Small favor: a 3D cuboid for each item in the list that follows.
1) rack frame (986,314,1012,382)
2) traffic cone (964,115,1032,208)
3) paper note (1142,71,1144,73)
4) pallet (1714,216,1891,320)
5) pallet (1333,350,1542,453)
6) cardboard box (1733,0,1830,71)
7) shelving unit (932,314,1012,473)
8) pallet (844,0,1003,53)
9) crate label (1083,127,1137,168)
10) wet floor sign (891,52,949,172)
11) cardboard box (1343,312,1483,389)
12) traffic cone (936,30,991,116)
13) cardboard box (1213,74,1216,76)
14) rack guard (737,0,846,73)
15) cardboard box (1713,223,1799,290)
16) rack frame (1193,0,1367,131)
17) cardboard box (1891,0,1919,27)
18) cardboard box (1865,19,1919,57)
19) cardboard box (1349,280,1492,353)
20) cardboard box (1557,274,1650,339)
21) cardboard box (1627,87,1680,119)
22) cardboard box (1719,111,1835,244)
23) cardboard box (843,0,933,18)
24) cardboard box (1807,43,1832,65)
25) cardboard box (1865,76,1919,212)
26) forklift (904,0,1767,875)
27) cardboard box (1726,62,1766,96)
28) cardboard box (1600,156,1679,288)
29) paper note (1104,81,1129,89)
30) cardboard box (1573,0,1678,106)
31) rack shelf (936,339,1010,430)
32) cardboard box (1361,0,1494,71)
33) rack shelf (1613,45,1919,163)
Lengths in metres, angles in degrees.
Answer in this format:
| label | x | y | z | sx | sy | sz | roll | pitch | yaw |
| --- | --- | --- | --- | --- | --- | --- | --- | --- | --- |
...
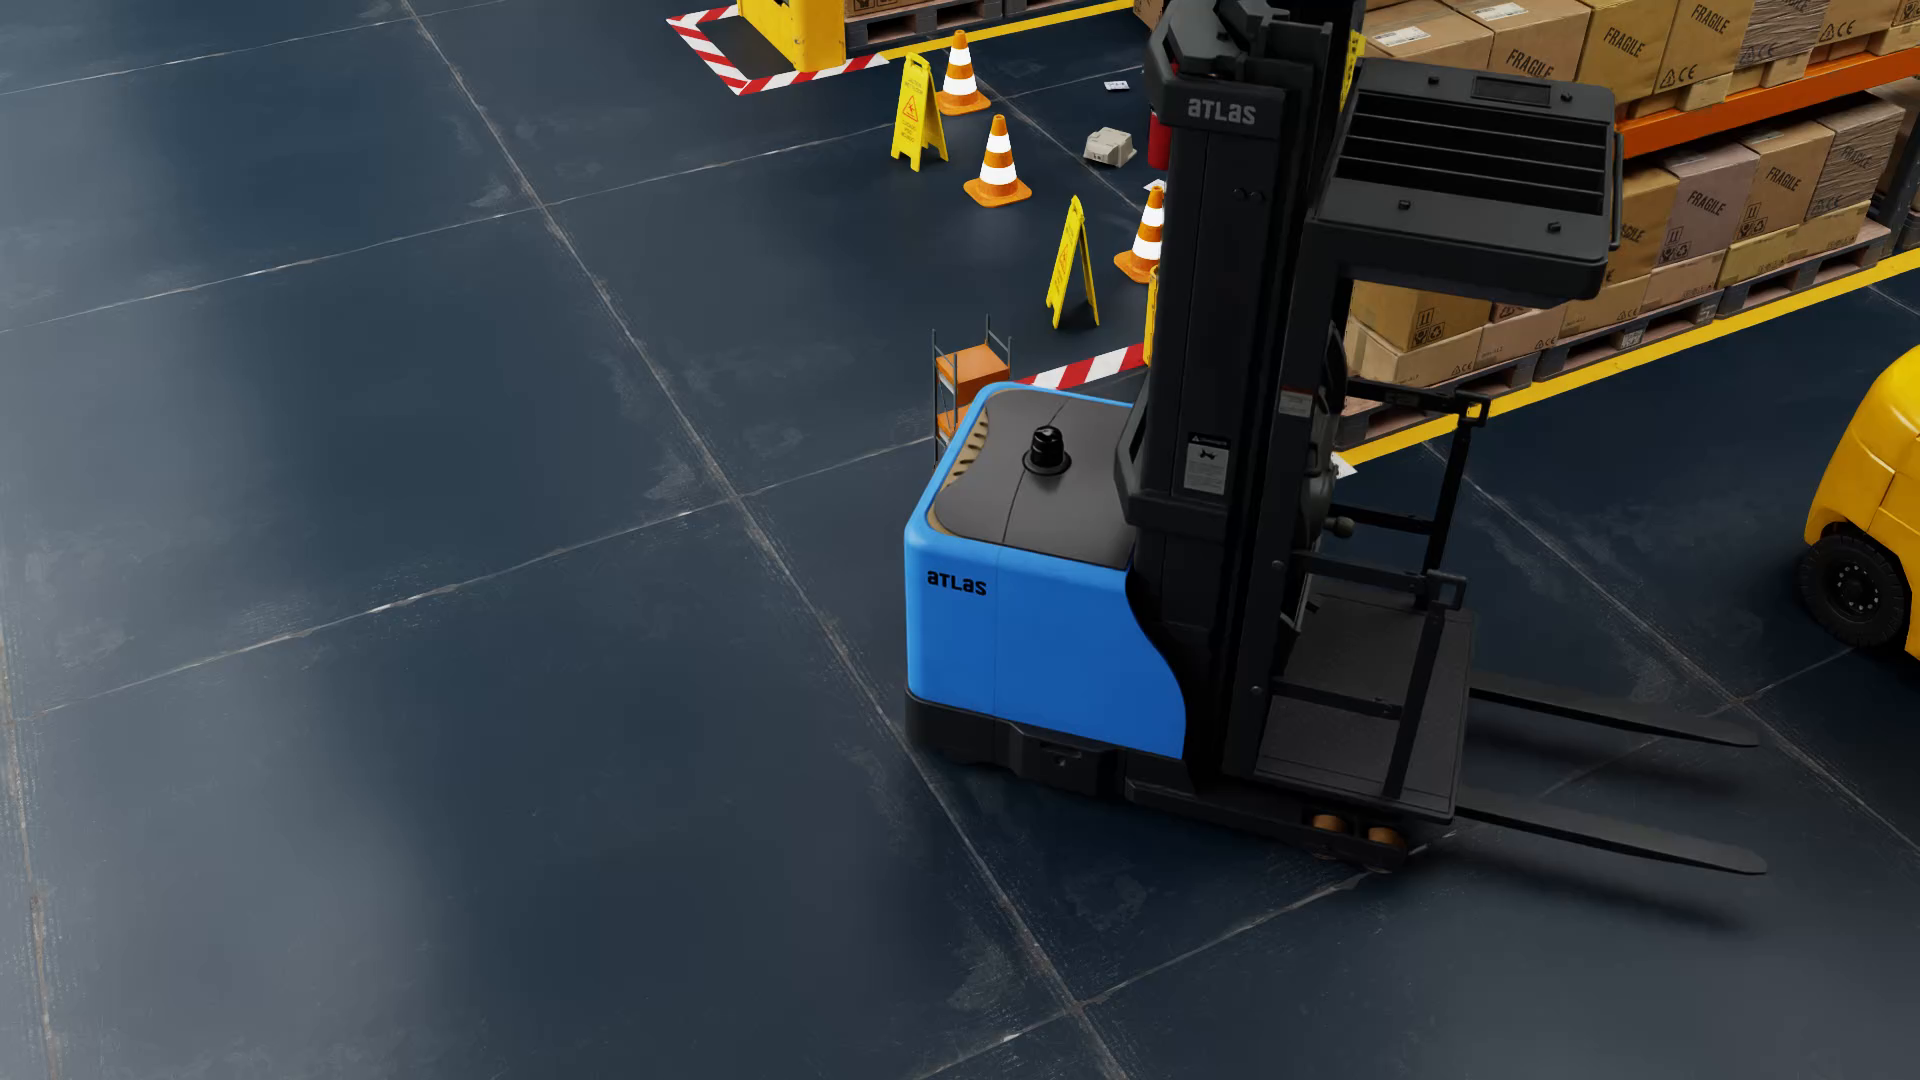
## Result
| label | x | y | z | sx | sy | sz | roll | pitch | yaw |
| --- | --- | --- | --- | --- | --- | --- | --- | --- | --- |
| rack frame | 0.156 | -0.453 | 6.973 | 0.008 | 1.050 | 0.200 | -19 | 44 | -21 |
| traffic cone | 0.218 | -2.199 | 9.490 | 0.334 | 0.463 | 0.336 | -19 | 44 | -21 |
| paper note | 1.252 | -3.052 | 10.848 | 0.123 | 0.001 | 0.032 | 2 | 40 | 2 |
| pallet | 4.215 | -1.674 | 9.064 | 1.213 | 0.211 | 1.003 | -19 | 44 | -21 |
| pallet | 2.051 | -0.946 | 8.204 | 1.213 | 0.211 | 1.003 | -19 | 44 | -21 |
| cardboard box | 3.604 | -2.521 | 7.599 | 0.500 | 0.500 | 0.500 | -17 | 43 | -19 |
| shelving unit | 0.047 | -0.417 | 6.930 | 0.252 | 1.050 | 0.215 | -19 | 44 | -21 |
| pallet | -0.456 | -3.791 | 11.565 | 1.213 | 0.211 | 1.003 | -19 | 44 | -21 |
| crate label | 0.887 | -2.345 | 9.914 | 0.250 | 0.136 | 0.298 | 22 | 45 | 24 |
| wet floor sign | -0.240 | -2.530 | 9.739 | 0.232 | 0.644 | 0.267 | -26 | 47 | -28 |
| cardboard box | 2.090 | -0.959 | 7.864 | 0.500 | 0.250 | 0.500 | -19 | 44 | -21 |
| traffic cone | -0.002 | -2.948 | 10.375 | 0.334 | 0.463 | 0.336 | -19 | 44 | -21 |
| cardboard box | 1.635 | -2.788 | 10.154 | 0.797 | 0.503 | 0.637 | 15 | 42 | 17 |
| rack guard | -1.150 | -3.611 | 11.128 | 0.348 | 0.500 | 1.175 | -19 | 44 | -21 |
| cardboard box | 3.927 | -1.575 | 8.592 | 0.500 | 0.250 | 0.500 | -20 | 44 | -22 |
| rack frame | 1.247 | -1.765 | 7.014 | 0.127 | 3.000 | 1.000 | -19 | 44 | -21 |
| cardboard box | 4.515 | -2.836 | 7.971 | 0.500 | 0.500 | 0.500 | -20 | 44 | -22 |
| cardboard box | 4.432 | -2.514 | 8.093 | 0.250 | 0.149 | 0.380 | -18 | 43 | -20 |
| cardboard box | 2.111 | -1.252 | 7.630 | 0.500 | 0.500 | 0.500 | -20 | 44 | -22 |
| cardboard box | 3.025 | -1.277 | 8.240 | 0.500 | 0.250 | 0.500 | -16 | 43 | -18 |
| cardboard box | 3.048 | -2.089 | 7.591 | 0.250 | 0.149 | 0.380 | -20 | 44 | -22 |
| cardboard box | 3.944 | -1.873 | 8.364 | 0.500 | 0.500 | 0.500 | -18 | 43 | -20 |
| cardboard box | -0.558 | -4.161 | 11.164 | 0.875 | 0.875 | 0.875 | -18 | 44 | -20 |
| cardboard box | 3.938 | -2.415 | 7.976 | 0.250 | 0.149 | 0.380 | -19 | 44 | -21 |
| cardboard box | 5.259 | -2.275 | 9.324 | 0.625 | 0.372 | 0.950 | -18 | 43 | -20 |
| forklift | 1.369 | -0.332 | 5.374 | 3.031 | 2.935 | 1.130 | 12 | 42 | 13 |
| cardboard box | 3.510 | -2.228 | 7.755 | 0.250 | 0.149 | 0.380 | -19 | 44 | -21 |
| cardboard box | 3.021 | -1.556 | 7.989 | 0.500 | 0.500 | 0.500 | -18 | 43 | -20 |
| paper note | 1.009 | -2.921 | 10.678 | 0.142 | 0.017 | 0.144 | -5 | 40 | -6 |
| cardboard box | 2.704 | -2.209 | 7.230 | 0.500 | 0.500 | 0.500 | -19 | 44 | -21 |
| rack shelf | 0.047 | -0.625 | 6.753 | 0.240 | 0.259 | 0.215 | -19 | 44 | -21 |
| cardboard box | 1.795 | -1.900 | 6.865 | 0.500 | 0.500 | 0.500 | -19 | 44 | -21 |
| rack shelf | 3.021 | -2.088 | 7.952 | 4.000 | 0.370 | 1.077 | -19 | 44 | -21 |
